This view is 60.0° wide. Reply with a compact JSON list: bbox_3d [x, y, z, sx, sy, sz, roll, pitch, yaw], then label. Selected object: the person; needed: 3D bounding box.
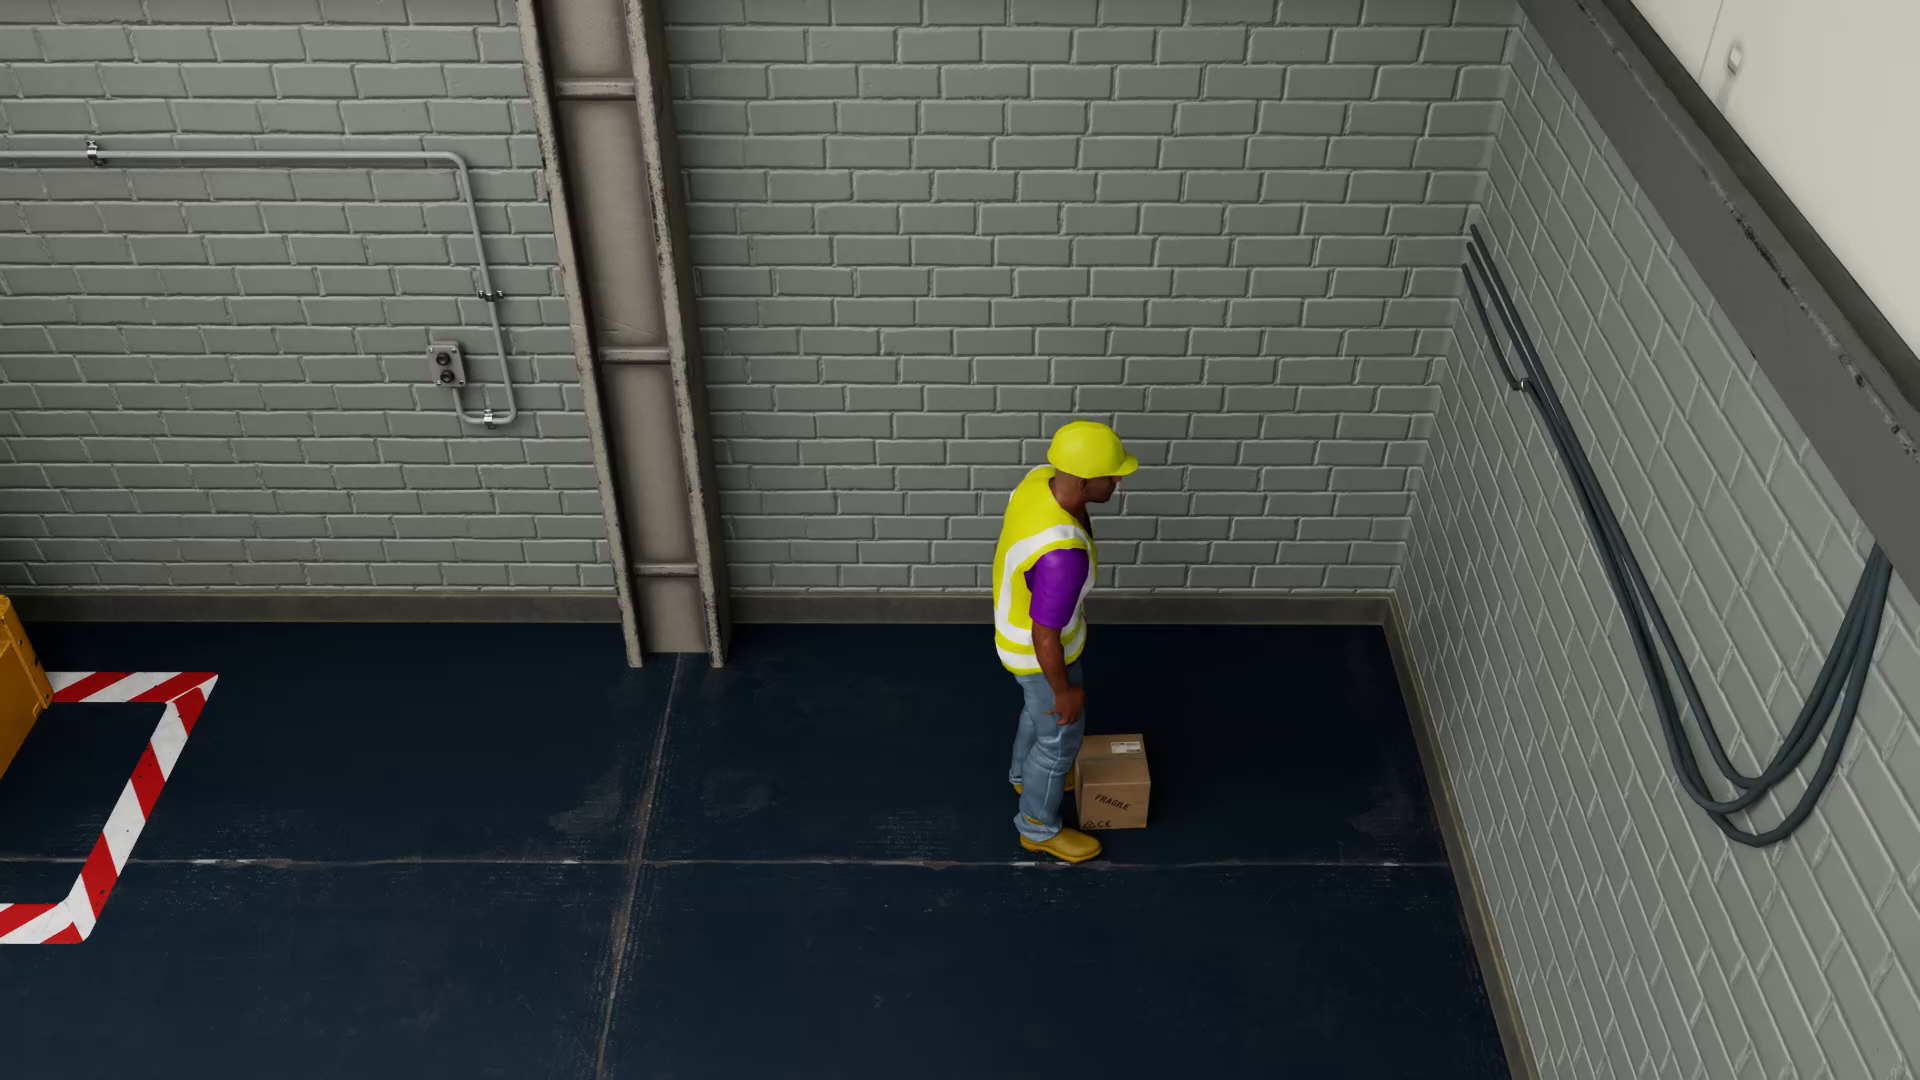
[{"bbox_3d":[0.338,0.335,5.735,0.457,1.757,0.628,0,39,0],"label":"person"}]
